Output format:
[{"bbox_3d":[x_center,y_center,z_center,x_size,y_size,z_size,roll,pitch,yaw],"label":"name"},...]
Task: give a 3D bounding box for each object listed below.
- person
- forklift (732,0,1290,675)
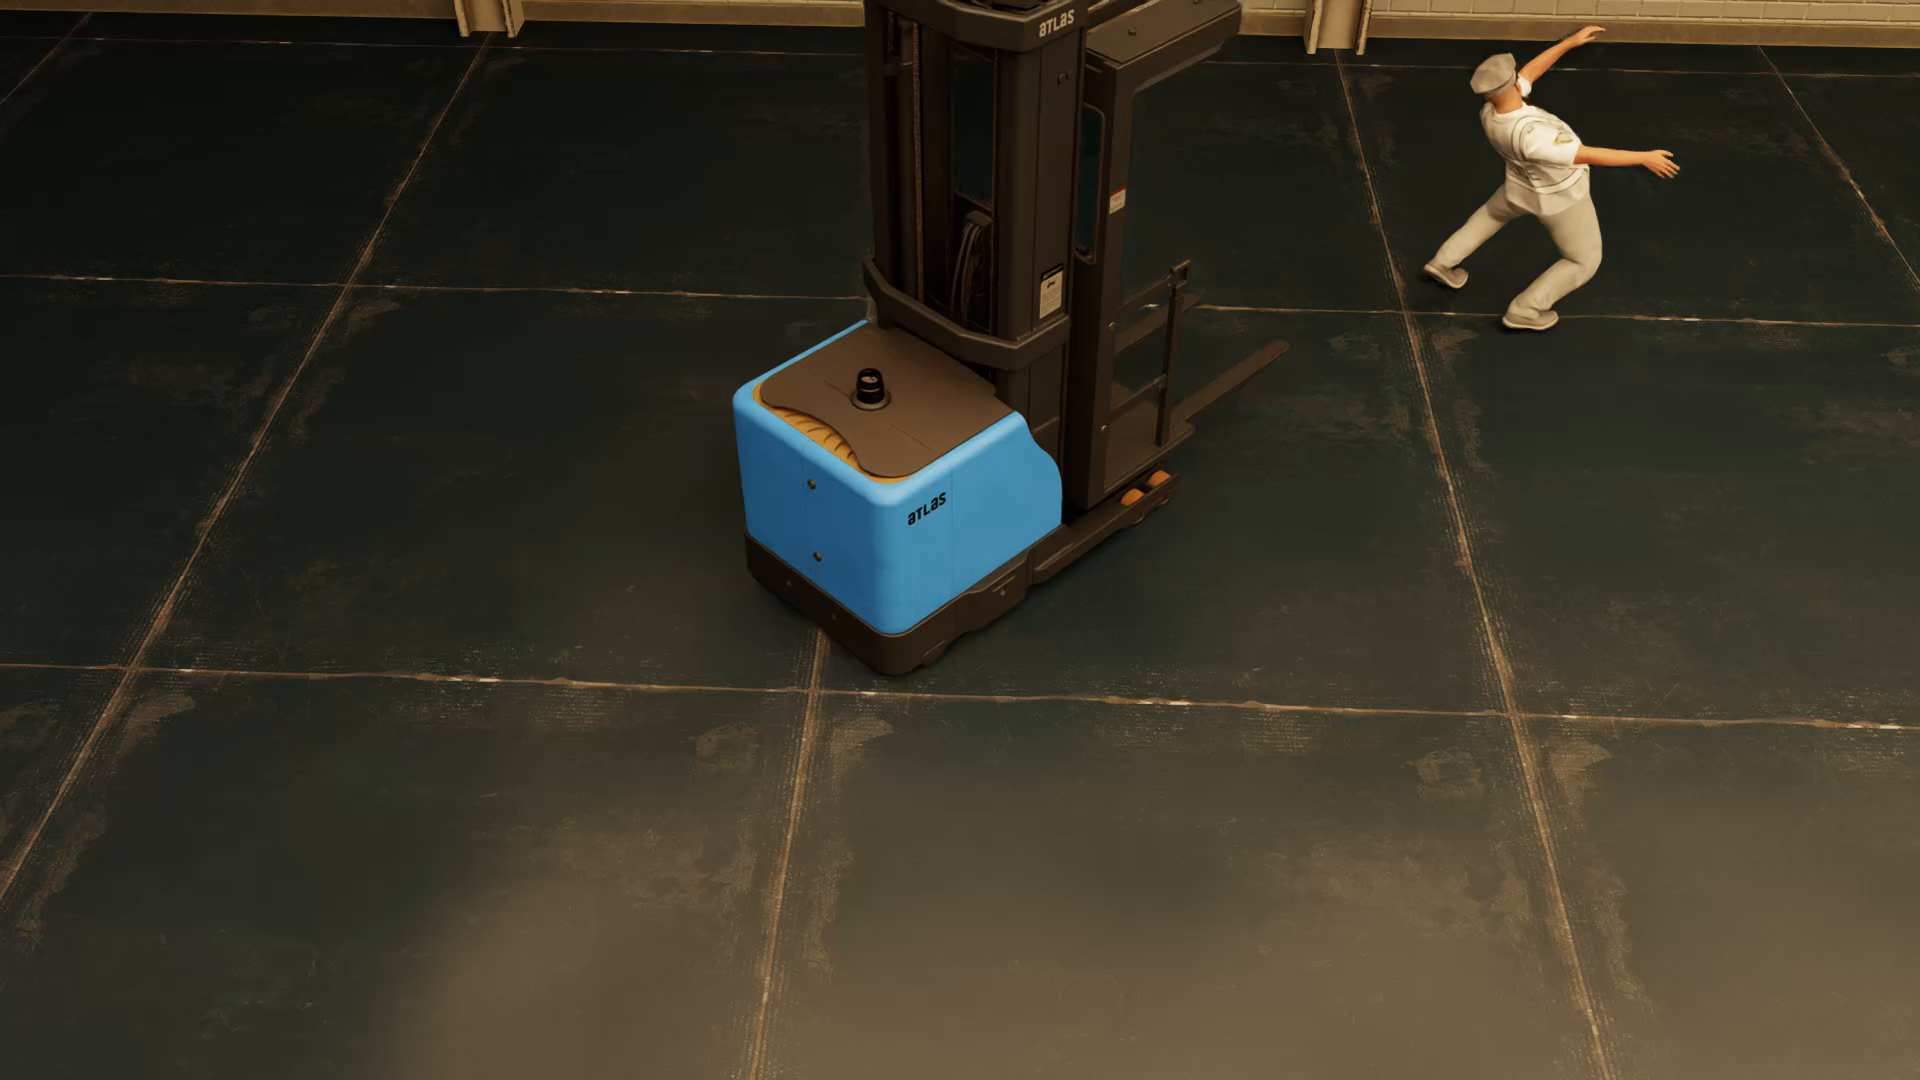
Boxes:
[{"bbox_3d":[3.099,-1.769,8.687,0.760,1.557,1.085,-24,48,-24],"label":"person"},{"bbox_3d":[0.420,-1.385,7.259,3.031,2.935,1.130,-34,52,-31],"label":"forklift"}]
